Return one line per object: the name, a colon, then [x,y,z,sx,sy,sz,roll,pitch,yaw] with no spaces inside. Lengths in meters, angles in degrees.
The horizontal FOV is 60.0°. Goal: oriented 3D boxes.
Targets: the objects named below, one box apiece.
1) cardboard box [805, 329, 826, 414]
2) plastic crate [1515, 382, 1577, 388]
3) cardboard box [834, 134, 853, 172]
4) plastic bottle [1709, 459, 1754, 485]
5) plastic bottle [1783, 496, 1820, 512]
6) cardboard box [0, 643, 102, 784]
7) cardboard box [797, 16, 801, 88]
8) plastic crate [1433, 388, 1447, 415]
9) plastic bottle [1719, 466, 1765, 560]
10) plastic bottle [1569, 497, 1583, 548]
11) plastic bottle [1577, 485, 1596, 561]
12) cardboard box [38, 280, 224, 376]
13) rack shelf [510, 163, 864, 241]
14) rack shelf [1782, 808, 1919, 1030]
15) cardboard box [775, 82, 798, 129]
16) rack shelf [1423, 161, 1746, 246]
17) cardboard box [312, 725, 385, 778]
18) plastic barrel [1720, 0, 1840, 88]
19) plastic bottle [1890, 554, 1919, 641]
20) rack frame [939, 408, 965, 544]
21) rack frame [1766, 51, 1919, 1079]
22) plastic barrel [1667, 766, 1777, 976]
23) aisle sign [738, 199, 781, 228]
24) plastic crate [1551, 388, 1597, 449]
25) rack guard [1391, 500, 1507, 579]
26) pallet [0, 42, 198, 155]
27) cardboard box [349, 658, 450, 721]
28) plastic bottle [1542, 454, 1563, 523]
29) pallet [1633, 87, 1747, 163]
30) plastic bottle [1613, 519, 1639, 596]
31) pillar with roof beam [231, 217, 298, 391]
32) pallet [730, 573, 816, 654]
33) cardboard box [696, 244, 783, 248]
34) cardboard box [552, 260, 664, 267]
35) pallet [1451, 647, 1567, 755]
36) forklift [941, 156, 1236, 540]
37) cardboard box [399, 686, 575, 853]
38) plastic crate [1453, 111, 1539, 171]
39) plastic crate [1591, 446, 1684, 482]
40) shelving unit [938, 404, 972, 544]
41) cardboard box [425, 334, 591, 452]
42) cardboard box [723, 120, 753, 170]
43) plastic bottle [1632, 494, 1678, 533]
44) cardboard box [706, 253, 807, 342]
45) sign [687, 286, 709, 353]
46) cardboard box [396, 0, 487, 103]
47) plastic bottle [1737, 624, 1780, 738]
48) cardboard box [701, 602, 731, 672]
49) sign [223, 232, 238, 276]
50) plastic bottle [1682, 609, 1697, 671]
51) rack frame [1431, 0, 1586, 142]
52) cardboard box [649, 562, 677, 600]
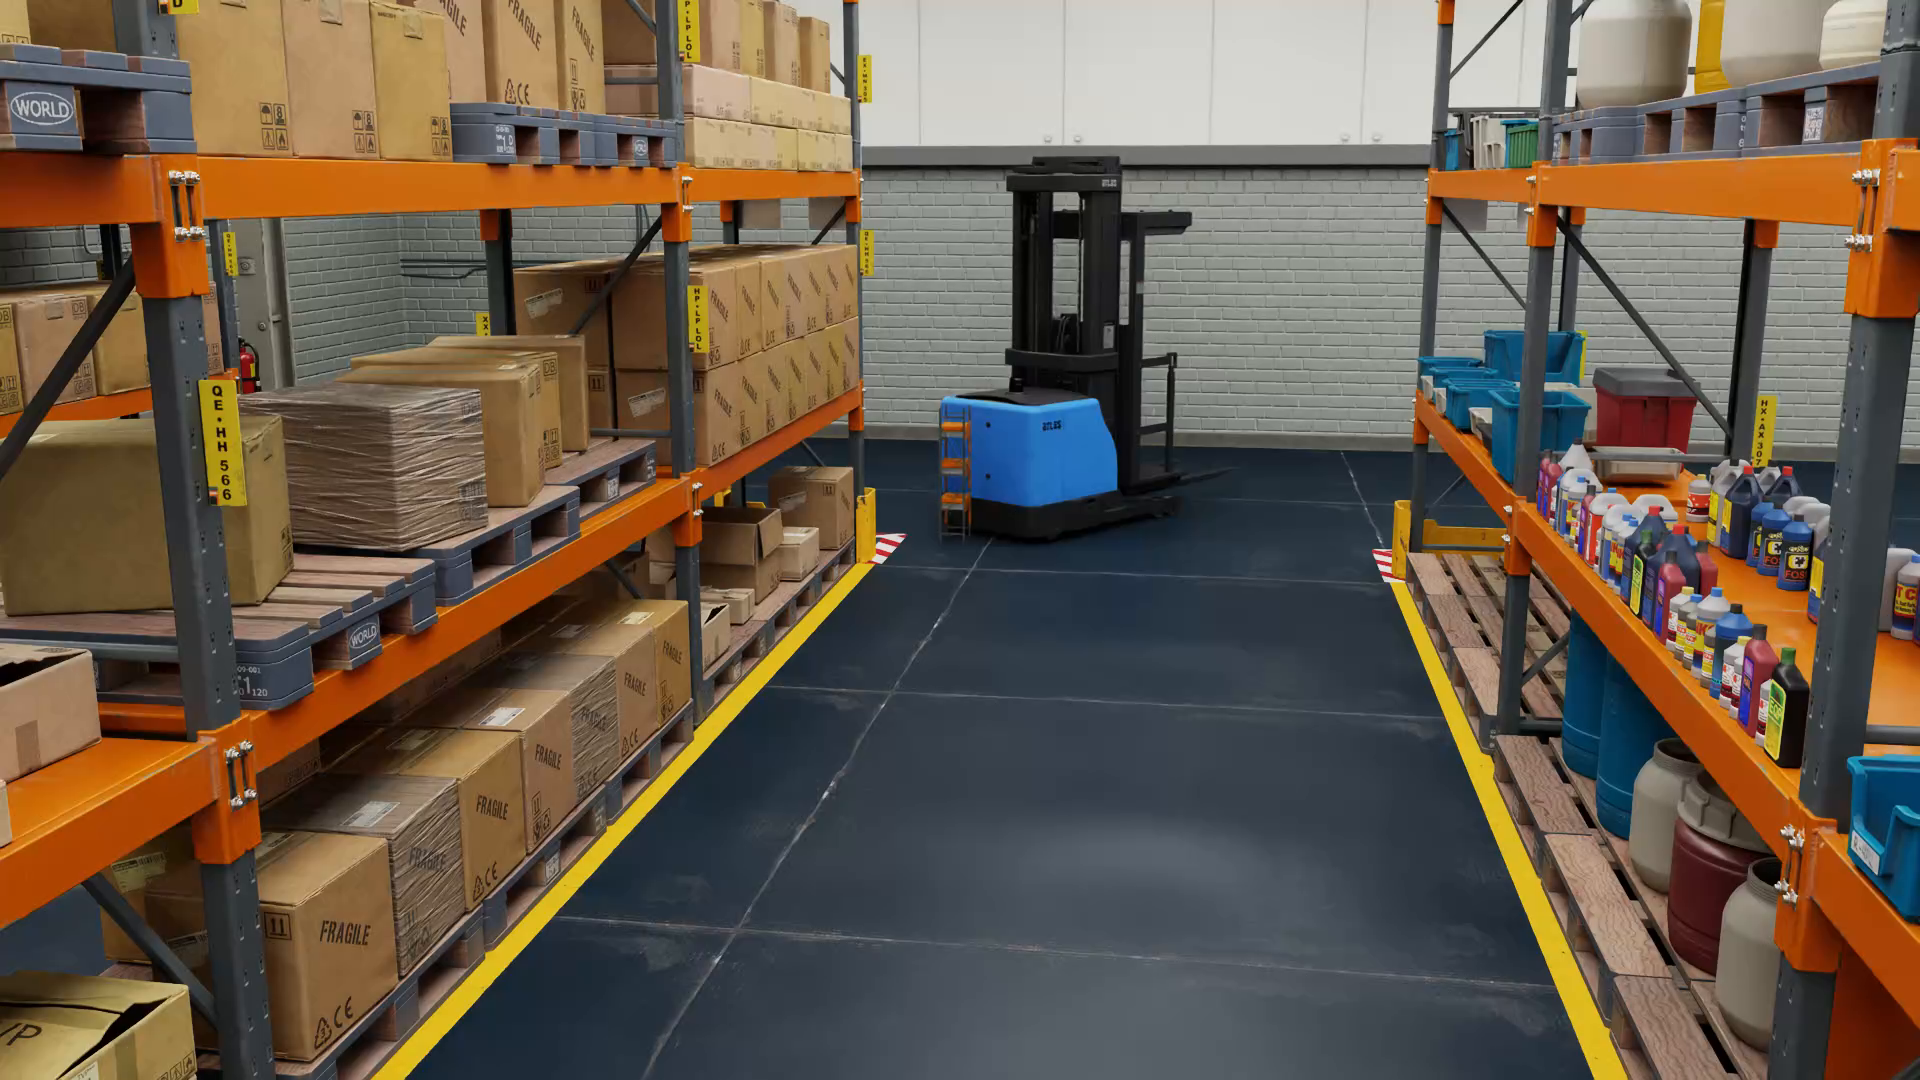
cardboard box: [-1.173,-1.100,10.739,0.500,0.500,0.500,2,12,9]
plastic crate: [3.733,-0.928,10.664,0.396,0.136,0.243,2,12,9]
cardboard box: [-1.033,-2.642,11.370,0.500,0.250,0.500,2,12,9]
plastic bottle: [3.323,-0.218,7.178,0.152,0.276,0.135,2,12,9]
plastic bottle: [3.189,-0.037,6.338,0.152,0.276,0.135,2,12,9]
cardboard box: [-2.544,0.418,4.143,0.500,0.311,0.500,3,12,12]
cardboard box: [-1.438,-3.160,10.805,0.700,0.500,0.500,2,12,9]
plastic crate: [3.081,-0.858,10.338,0.250,0.136,0.298,2,12,9]
plastic bottle: [3.075,-0.111,6.505,0.144,0.351,0.185,2,12,9]
plastic bottle: [2.500,-0.070,6.670,0.097,0.201,0.097,0,12,0]
plastic bottle: [2.450,-0.066,6.458,0.061,0.283,0.133,2,12,9]
cardboard box: [-6.178,-1.565,12.421,0.980,0.700,0.700,2,12,11]
rack shelf: [-1.522,-2.063,10.034,1.077,0.370,4.000,2,12,9]
rack shelf: [2.141,1.230,1.874,1.077,0.370,4.000,2,12,9]
cardboard box: [-1.269,-2.575,9.869,0.500,0.250,0.500,2,12,9]
rack shelf: [3.372,-1.902,9.286,1.077,0.370,4.000,2,12,9]
cardboard box: [-2.453,0.997,6.134,0.500,0.500,0.500,1,12,7]
plastic barrel: [2.573,-1.650,5.091,0.433,0.535,0.433,0,12,0]
plastic bottle: [3.058,0.181,5.337,0.097,0.271,0.097,0,12,0]
rack frame: [-0.061,-0.490,12.775,0.200,1.050,0.008,2,12,10]
rack frame: [2.449,0.462,3.730,1.000,3.000,0.127,2,12,9]
plastic barrel: [2.681,1.098,5.506,0.600,0.588,0.708,2,12,9]
aisle sign: [-1.494,-2.659,12.042,0.394,0.787,0.004,2,12,9]
plastic crate: [3.481,-0.654,9.047,0.437,0.282,0.530,2,12,9]
rack guard: [3.670,0.013,11.746,1.175,0.500,0.348,2,12,9]
pallet: [-2.461,-0.929,3.514,1.213,0.211,1.003,2,12,11]
cardboard box: [-2.375,0.514,6.599,0.500,0.250,0.500,2,12,8]
plastic bottle: [2.566,-0.223,7.187,0.061,0.283,0.133,2,12,9]
pallet: [2.869,-1.342,5.430,1.003,0.211,1.213,2,12,9]
plastic bottle: [2.379,0.061,5.897,0.097,0.271,0.097,0,12,0]
pillar with roof beam: [-2.295,-4.908,14.406,9.100,9.000,0.400,2,12,9]
pallet: [-1.538,0.434,10.481,1.003,0.211,1.213,2,12,9]
cardboard box: [-1.543,-1.819,11.701,0.500,0.500,0.500,2,12,10]
cardboard box: [-1.932,-1.290,9.249,0.500,0.500,0.500,2,12,8]
pallet: [3.139,0.838,8.604,1.003,0.211,1.213,2,12,9]
forklift: [1.205,-1.677,13.819,1.130,2.935,3.031,11,16,42]
cardboard box: [-1.860,0.900,6.587,0.500,0.500,0.500,1,12,7]
plastic crate: [3.173,-2.330,9.714,0.504,0.338,0.767,2,12,9]
plastic crate: [3.277,-0.363,8.043,0.396,0.136,0.243,2,12,9]
shelving unit: [-0.038,-0.515,12.892,0.215,1.050,0.252,2,12,10]
cardboard box: [-2.123,-0.695,7.864,0.700,0.500,0.500,-2,12,-10]
cardboard box: [-1.429,-2.122,8.957,0.500,0.250,0.500,2,12,9]
plastic bottle: [2.624,-0.028,6.300,0.152,0.276,0.135,2,12,9]
cardboard box: [-1.242,-1.481,10.133,0.500,0.500,0.500,2,12,10]
sign: [-1.281,-1.081,8.140,0.100,0.325,0.005,2,12,9]
cardboard box: [-2.182,-1.921,6.197,0.600,0.600,0.600,1,12,6]
plastic bottle: [2.125,0.373,4.420,0.061,0.283,0.133,2,12,9]
cardboard box: [-1.551,0.487,8.952,0.500,0.311,0.500,2,12,9]
sign: [-5.576,-2.186,12.705,0.100,0.325,0.005,2,12,9]
plastic bottle: [2.236,0.288,5.008,0.097,0.201,0.097,0,12,0]
rack frame: [3.679,-4.136,10.826,1.000,3.000,0.127,2,12,9]
cardboard box: [-1.907,0.283,9.897,0.500,0.311,0.500,2,12,9]
